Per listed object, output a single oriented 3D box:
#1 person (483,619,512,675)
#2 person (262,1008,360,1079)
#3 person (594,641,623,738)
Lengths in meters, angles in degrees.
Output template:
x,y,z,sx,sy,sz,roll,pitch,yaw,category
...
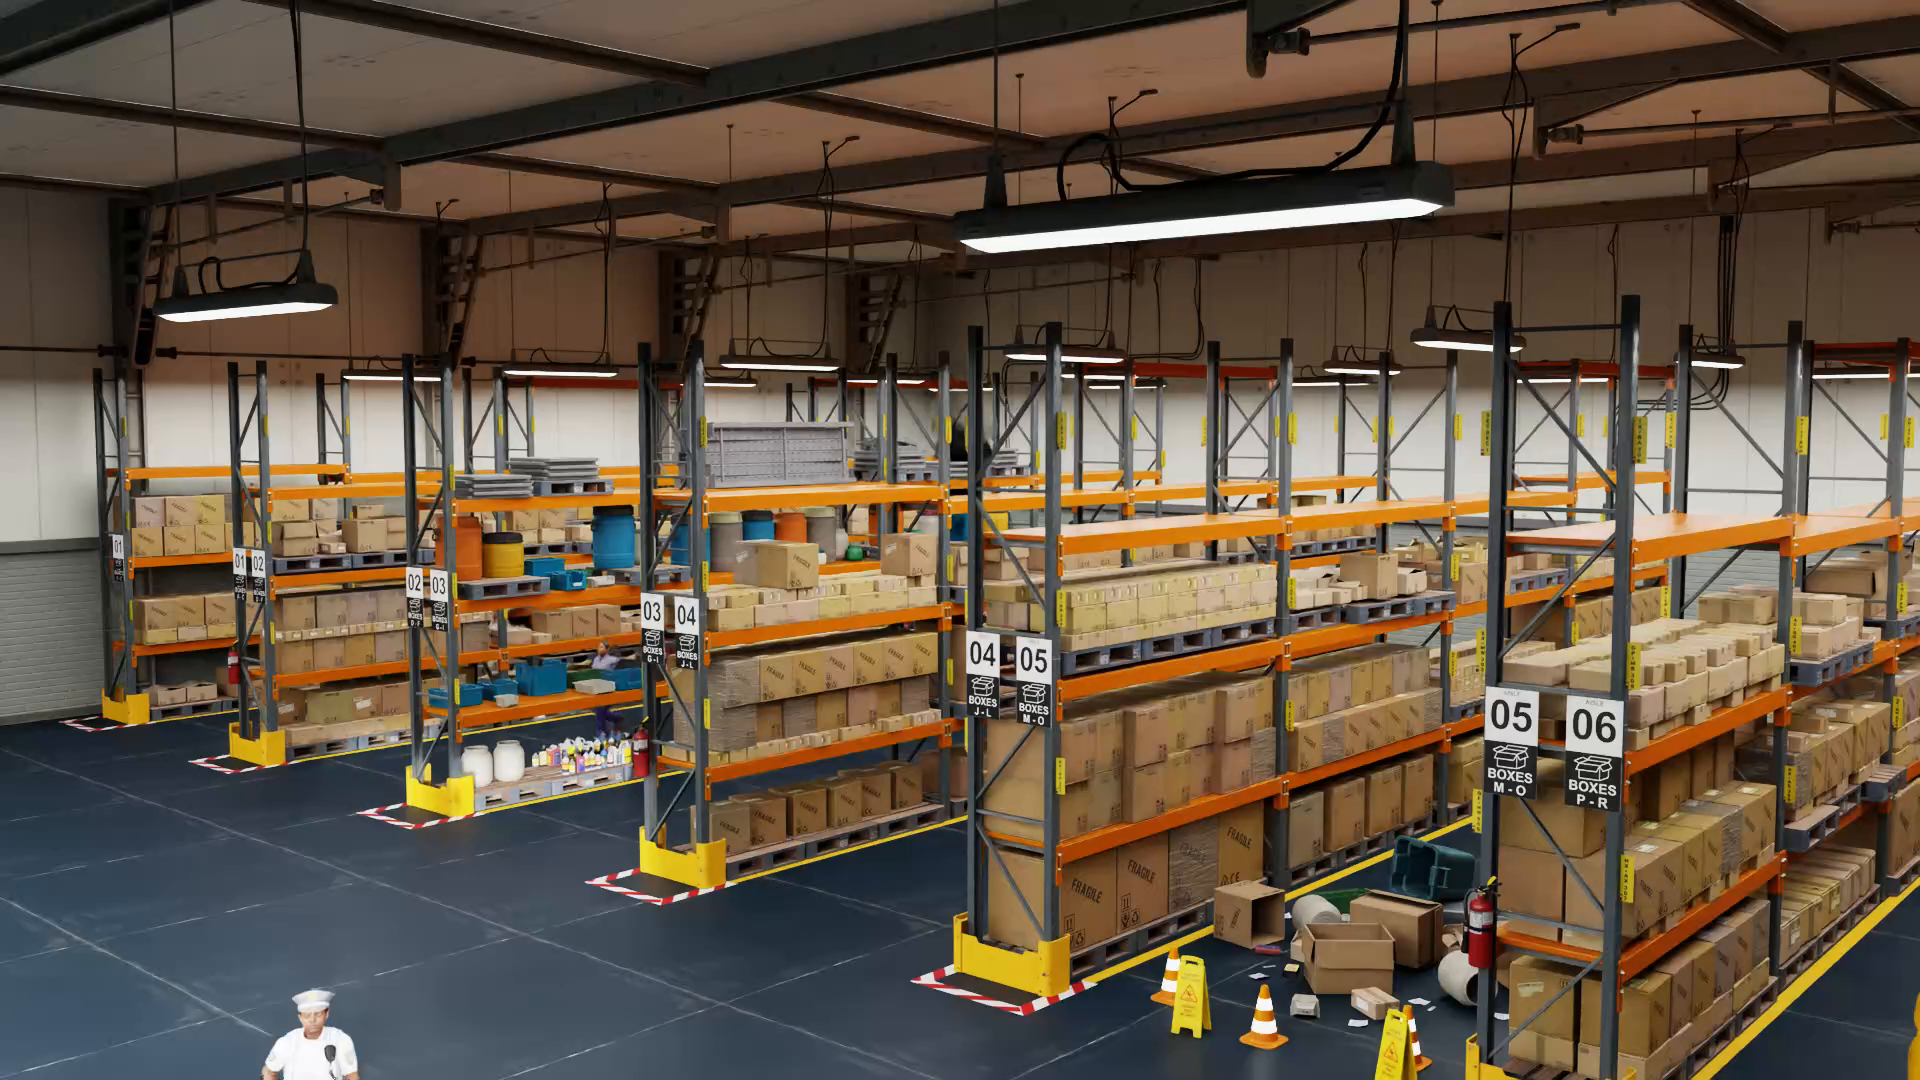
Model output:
x,y,z,sx,sy,sz,roll,pitch,yaw,category
-8.568,2.007,30.484,0.641,1.685,0.604,4,6,43,person
-3.973,3.568,10.205,0.561,1.546,0.561,-2,5,-22,person
-5.630,2.419,26.474,0.607,1.648,0.841,3,5,33,person
